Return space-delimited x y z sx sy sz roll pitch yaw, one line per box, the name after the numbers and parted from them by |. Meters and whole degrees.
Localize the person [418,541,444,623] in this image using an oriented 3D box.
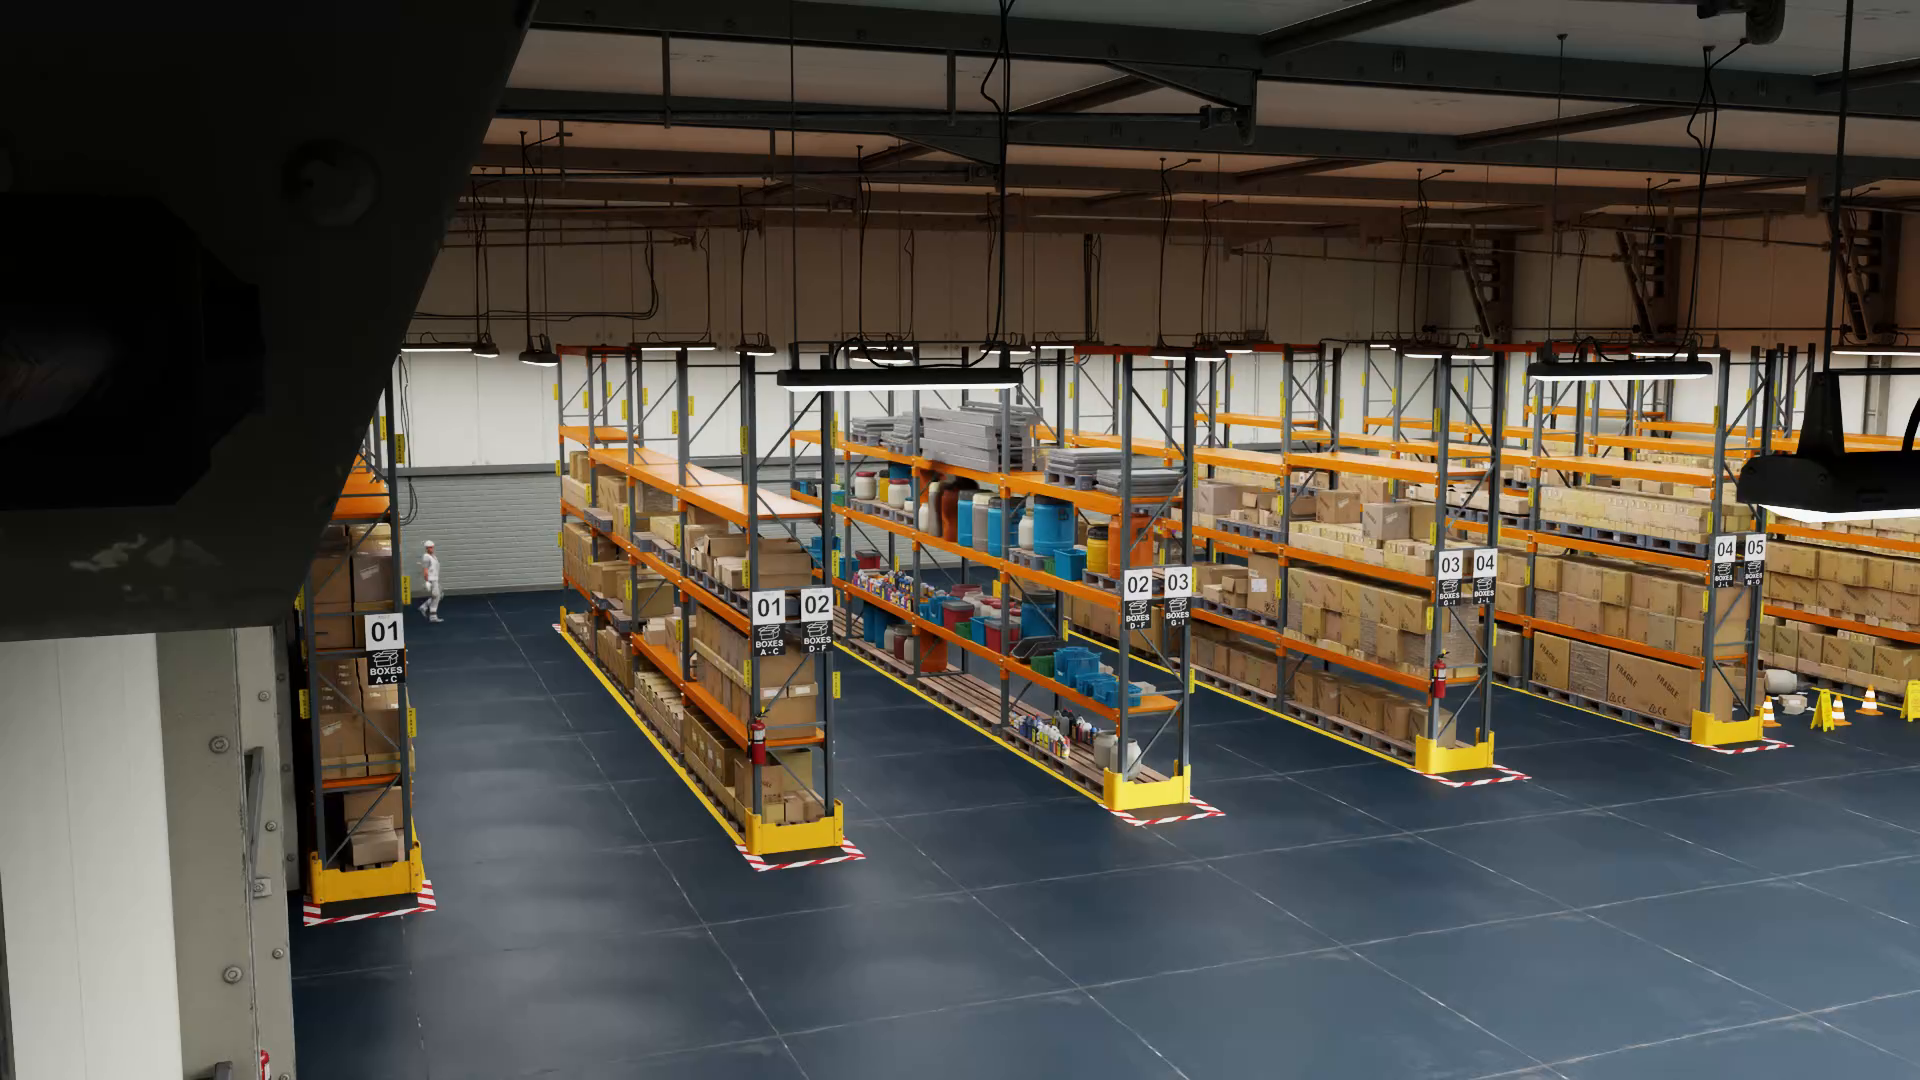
-11.394 0.897 35.732 0.534 1.778 0.610 -2 8 -17 | person

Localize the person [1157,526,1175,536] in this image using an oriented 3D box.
5.236 0.091 42.296 0.940 1.735 0.596 -4 8 -31 | person

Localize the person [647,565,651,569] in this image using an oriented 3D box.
-6.852 0.683 37.632 0.574 1.715 1.037 -3 8 -24 | person
